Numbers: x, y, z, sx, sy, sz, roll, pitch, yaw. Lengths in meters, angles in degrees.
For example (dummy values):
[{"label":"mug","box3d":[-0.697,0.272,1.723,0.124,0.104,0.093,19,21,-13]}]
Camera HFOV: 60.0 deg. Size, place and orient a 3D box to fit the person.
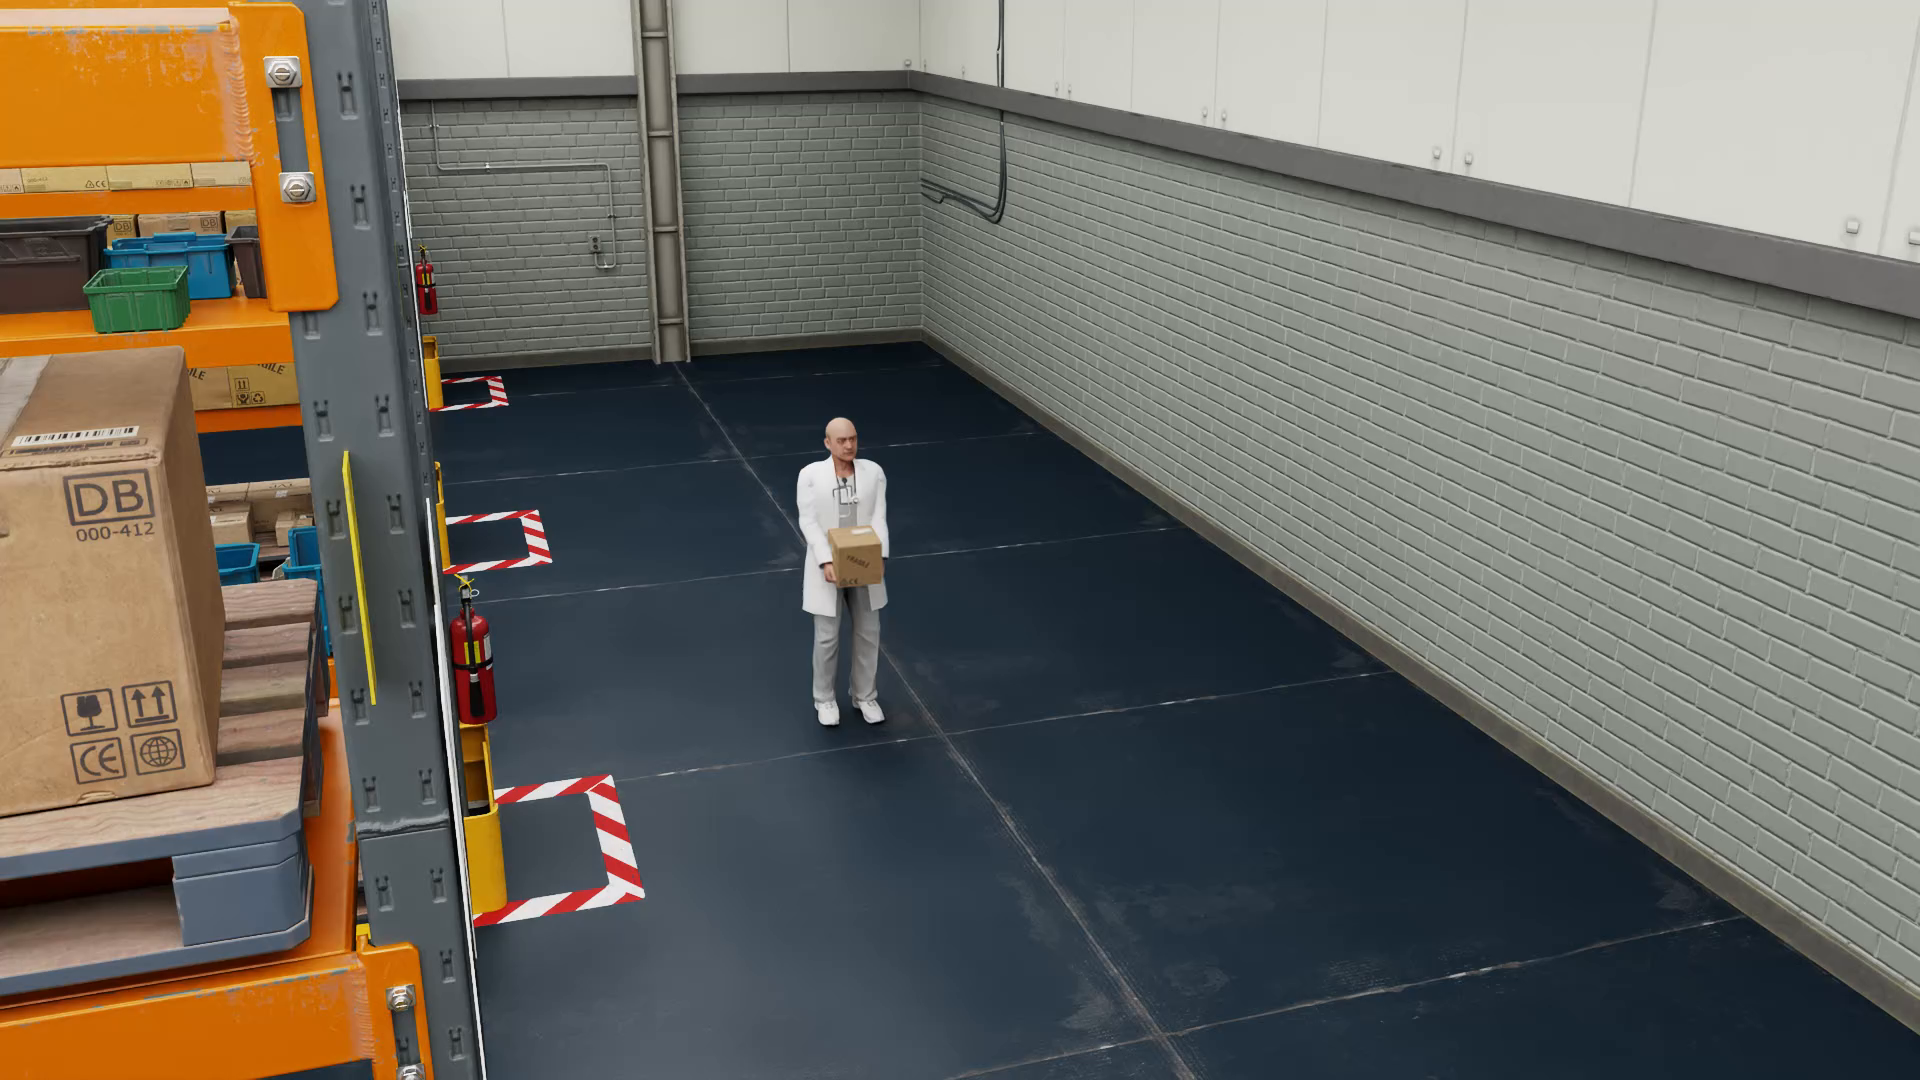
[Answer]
[{"label":"person","box3d":[-0.635,0.204,9.503,0.529,1.772,0.553,-6,20,-16]}]
